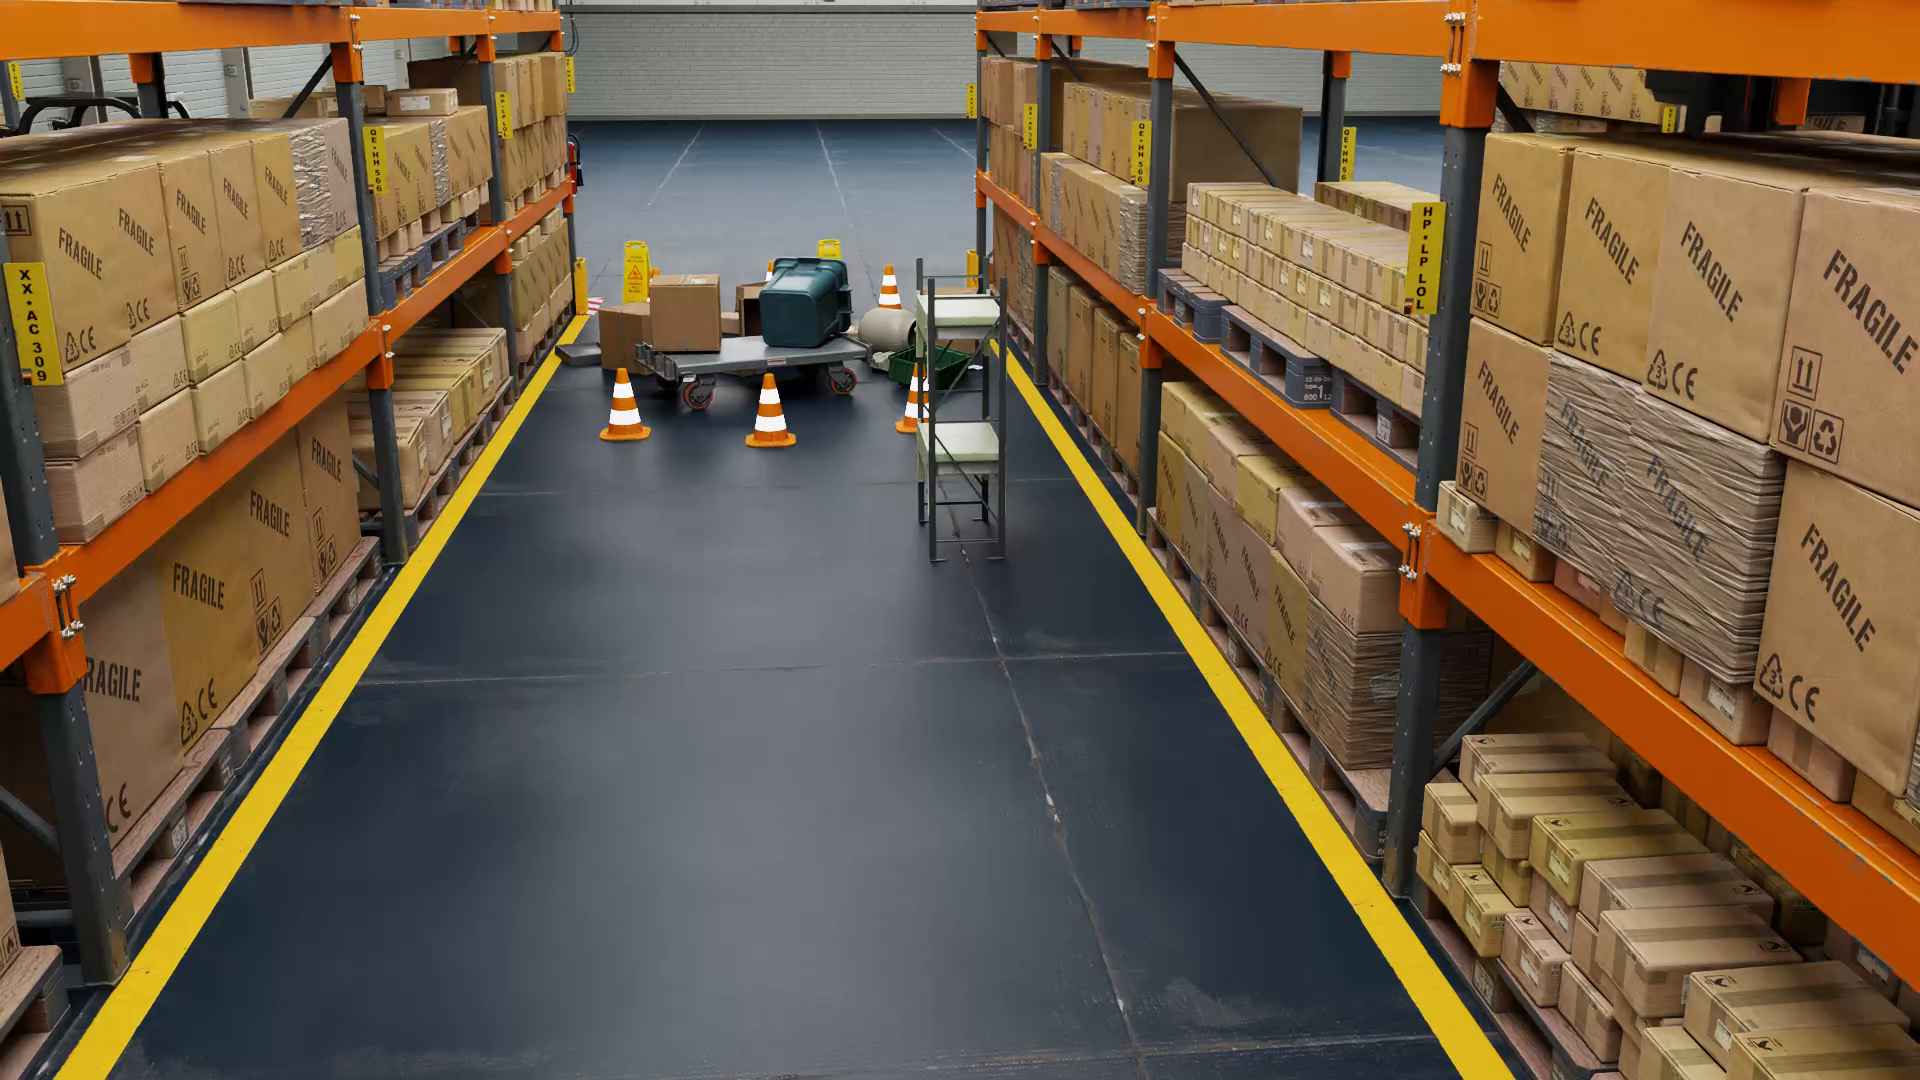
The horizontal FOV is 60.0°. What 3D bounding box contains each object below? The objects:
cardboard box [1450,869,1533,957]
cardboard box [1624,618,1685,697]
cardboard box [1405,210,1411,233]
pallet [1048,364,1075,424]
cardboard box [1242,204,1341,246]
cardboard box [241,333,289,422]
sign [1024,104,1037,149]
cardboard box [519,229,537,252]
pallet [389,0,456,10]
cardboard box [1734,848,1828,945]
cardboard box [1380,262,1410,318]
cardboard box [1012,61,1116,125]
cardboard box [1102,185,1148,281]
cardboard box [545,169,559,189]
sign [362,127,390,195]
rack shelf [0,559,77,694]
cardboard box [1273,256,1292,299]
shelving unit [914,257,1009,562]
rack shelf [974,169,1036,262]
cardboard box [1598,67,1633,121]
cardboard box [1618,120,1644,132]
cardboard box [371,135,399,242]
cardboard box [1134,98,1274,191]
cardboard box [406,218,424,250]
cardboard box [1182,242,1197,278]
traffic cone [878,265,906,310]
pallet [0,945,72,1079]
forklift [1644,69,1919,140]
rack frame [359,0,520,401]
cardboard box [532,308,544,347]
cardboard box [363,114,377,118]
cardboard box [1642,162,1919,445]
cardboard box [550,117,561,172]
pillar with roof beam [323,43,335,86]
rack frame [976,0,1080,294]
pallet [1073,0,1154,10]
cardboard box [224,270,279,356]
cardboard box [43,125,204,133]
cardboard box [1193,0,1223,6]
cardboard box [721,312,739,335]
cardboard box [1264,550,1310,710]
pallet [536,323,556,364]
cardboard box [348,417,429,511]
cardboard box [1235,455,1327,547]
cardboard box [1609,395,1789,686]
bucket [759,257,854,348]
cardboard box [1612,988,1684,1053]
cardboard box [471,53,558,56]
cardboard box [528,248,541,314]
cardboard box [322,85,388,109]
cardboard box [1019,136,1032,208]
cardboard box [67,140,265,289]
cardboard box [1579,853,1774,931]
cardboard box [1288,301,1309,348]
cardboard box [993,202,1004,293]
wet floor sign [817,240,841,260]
[{"bbox_3d":[1.650,1.072,4.812,0.380,0.149,0.250,-1,17,-4],"label":"cardboard box"},{"bbox_3d":[1.772,0.240,3.824,0.380,0.149,0.250,-1,17,-5],"label":"cardboard box"},{"bbox_3d":[2.130,-1.324,7.112,0.380,0.149,0.250,-1,17,-3],"label":"cardboard box"},{"bbox_3d":[1.234,-1.111,12.363,1.003,0.211,1.213,-2,18,-6],"label":"pallet"},{"bbox_3d":[1.455,-1.385,7.306,0.380,0.149,0.250,-1,17,-3],"label":"cardboard box"},{"bbox_3d":[-2.925,-0.626,6.415,0.500,0.250,0.500,-2,18,-7],"label":"cardboard box"},{"bbox_3d":[0.528,-3.102,12.472,0.100,0.325,0.005,-2,18,-6],"label":"sign"},{"bbox_3d":[-3.634,-2.418,13.425,0.380,0.149,0.250,-1,17,-4],"label":"cardboard box"},{"bbox_3d":[-3.766,-3.331,10.085,1.213,0.211,1.003,-2,18,-6],"label":"pallet"},{"bbox_3d":[2.248,0.917,4.313,0.380,0.149,0.250,-1,17,-4],"label":"cardboard box"},{"bbox_3d":[1.641,-0.843,5.580,0.380,0.149,0.250,-2,18,-7],"label":"cardboard box"},{"bbox_3d":[0.922,-3.850,14.378,0.875,0.550,0.500,-2,18,-6],"label":"cardboard box"},{"bbox_3d":[1.129,-1.799,9.733,0.500,0.500,0.500,-2,18,-6],"label":"cardboard box"},{"bbox_3d":[-3.796,-3.228,14.870,0.380,0.149,0.250,-1,17,-5],"label":"cardboard box"},{"bbox_3d":[-2.869,-1.865,8.175,0.100,0.325,0.005,-2,18,-6],"label":"sign"},{"bbox_3d":[-2.802,0.837,2.705,1.077,0.370,4.000,-2,18,-6],"label":"rack shelf"},{"bbox_3d":[1.509,-1.085,6.848,0.380,0.149,0.250,-1,17,-4],"label":"cardboard box"},{"bbox_3d":[-0.001,-0.718,8.959,0.431,1.500,0.755,-2,18,-6],"label":"shelving unit"},{"bbox_3d":[0.874,-2.921,14.676,1.077,0.370,4.000,-2,18,-6],"label":"rack shelf"},{"bbox_3d":[5.651,-3.733,13.727,0.500,0.500,0.500,-2,18,-6],"label":"cardboard box"},{"bbox_3d":[6.022,-3.268,13.914,0.875,0.500,0.500,-2,18,-6],"label":"cardboard box"},{"bbox_3d":[-3.237,-1.825,8.618,0.500,0.500,0.500,-2,18,-7],"label":"cardboard box"},{"bbox_3d":[1.402,-2.286,9.616,0.700,0.500,0.500,-2,18,-6],"label":"cardboard box"},{"bbox_3d":[-3.255,-1.728,9.391,0.380,0.149,0.250,-2,18,-5],"label":"cardboard box"},{"bbox_3d":[1.338,-1.418,8.404,0.380,0.149,0.250,-2,18,-6],"label":"cardboard box"},{"bbox_3d":[-0.690,-2.448,16.202,0.336,0.463,0.334,-2,18,-6],"label":"traffic cone"},{"bbox_3d":[-3.008,1.457,4.183,1.003,0.211,1.213,-2,18,-6],"label":"pallet"},{"bbox_3d":[4.245,-1.446,8.890,1.130,2.935,3.031,1,17,2],"label":"forklift"},{"bbox_3d":[-3.833,-2.486,12.087,1.000,3.000,0.127,-2,18,-6],"label":"rack frame"},{"bbox_3d":[-3.692,-1.717,13.528,0.500,0.250,0.500,-1,17,-3],"label":"cardboard box"},{"bbox_3d":[-3.981,-2.430,10.545,0.500,0.500,0.500,-2,18,-6],"label":"cardboard box"},{"bbox_3d":[1.799,-0.505,3.445,0.500,0.500,0.500,-1,17,-5],"label":"cardboard box"},{"bbox_3d":[-3.869,-3.565,14.860,0.500,0.500,0.500,-2,18,-6],"label":"cardboard box"},{"bbox_3d":[-7.582,-11.646,31.248,9.100,9.000,0.400,-2,18,-6],"label":"pillar with roof beam"},{"bbox_3d":[0.667,-3.860,16.466,1.000,3.000,0.127,-2,18,-6],"label":"rack frame"},{"bbox_3d":[1.255,-3.341,10.120,1.003,0.211,1.213,-1,17,-3],"label":"pallet"},{"bbox_3d":[-2.935,-0.865,6.341,0.500,0.250,0.500,-2,18,-7],"label":"cardboard box"},{"bbox_3d":[-3.552,-1.517,7.164,0.500,0.500,0.500,-2,18,-5],"label":"cardboard box"},{"bbox_3d":[1.345,-2.629,7.368,0.500,0.500,0.500,-2,18,-6],"label":"cardboard box"},{"bbox_3d":[-2.102,-1.989,15.265,0.380,0.149,0.250,8,19,23],"label":"cardboard box"},{"bbox_3d":[1.525,0.341,6.554,0.500,0.500,0.500,-2,18,-7],"label":"cardboard box"},{"bbox_3d":[-4.067,-1.719,14.299,1.003,0.211,1.213,-2,18,-6],"label":"pallet"},{"bbox_3d":[-3.469,-0.409,9.159,0.950,0.372,0.625,-3,18,-9],"label":"cardboard box"},{"bbox_3d":[1.468,-0.175,6.948,0.500,0.250,0.500,-3,18,-8],"label":"cardboard box"},{"bbox_3d":[1.780,-0.021,3.573,0.500,0.500,0.500,-2,18,-7],"label":"cardboard box"},{"bbox_3d":[-1.227,-1.801,12.835,0.726,0.611,0.620,4,28,13],"label":"bucket"},{"bbox_3d":[1.830,1.158,4.043,0.380,0.149,0.250,-1,17,-3],"label":"cardboard box"},{"bbox_3d":[-3.931,-4.048,14.729,0.700,0.500,0.500,-2,18,-5],"label":"cardboard box"},{"bbox_3d":[-3.693,-2.075,13.417,0.500,0.500,0.500,-1,17,-3],"label":"cardboard box"},{"bbox_3d":[-4.137,-3.034,11.386,0.380,0.149,0.250,-2,18,-6],"label":"cardboard box"},{"bbox_3d":[0.951,-3.013,13.516,0.875,0.550,0.550,-2,18,-6],"label":"cardboard box"},{"bbox_3d":[-2.957,-1.221,6.222,0.500,0.500,0.500,-2,18,-7],"label":"cardboard box"},{"bbox_3d":[1.829,0.934,4.258,0.380,0.149,0.250,-2,18,-7],"label":"cardboard box"},{"bbox_3d":[1.530,-0.866,6.646,0.380,0.149,0.250,-1,17,-3],"label":"cardboard box"},{"bbox_3d":[0.803,-2.847,16.084,0.875,0.875,0.875,-2,18,-5],"label":"cardboard box"},{"bbox_3d":[-1.305,-2.685,16.651,0.267,0.644,0.232,-5,18,-15],"label":"wet floor sign"}]
